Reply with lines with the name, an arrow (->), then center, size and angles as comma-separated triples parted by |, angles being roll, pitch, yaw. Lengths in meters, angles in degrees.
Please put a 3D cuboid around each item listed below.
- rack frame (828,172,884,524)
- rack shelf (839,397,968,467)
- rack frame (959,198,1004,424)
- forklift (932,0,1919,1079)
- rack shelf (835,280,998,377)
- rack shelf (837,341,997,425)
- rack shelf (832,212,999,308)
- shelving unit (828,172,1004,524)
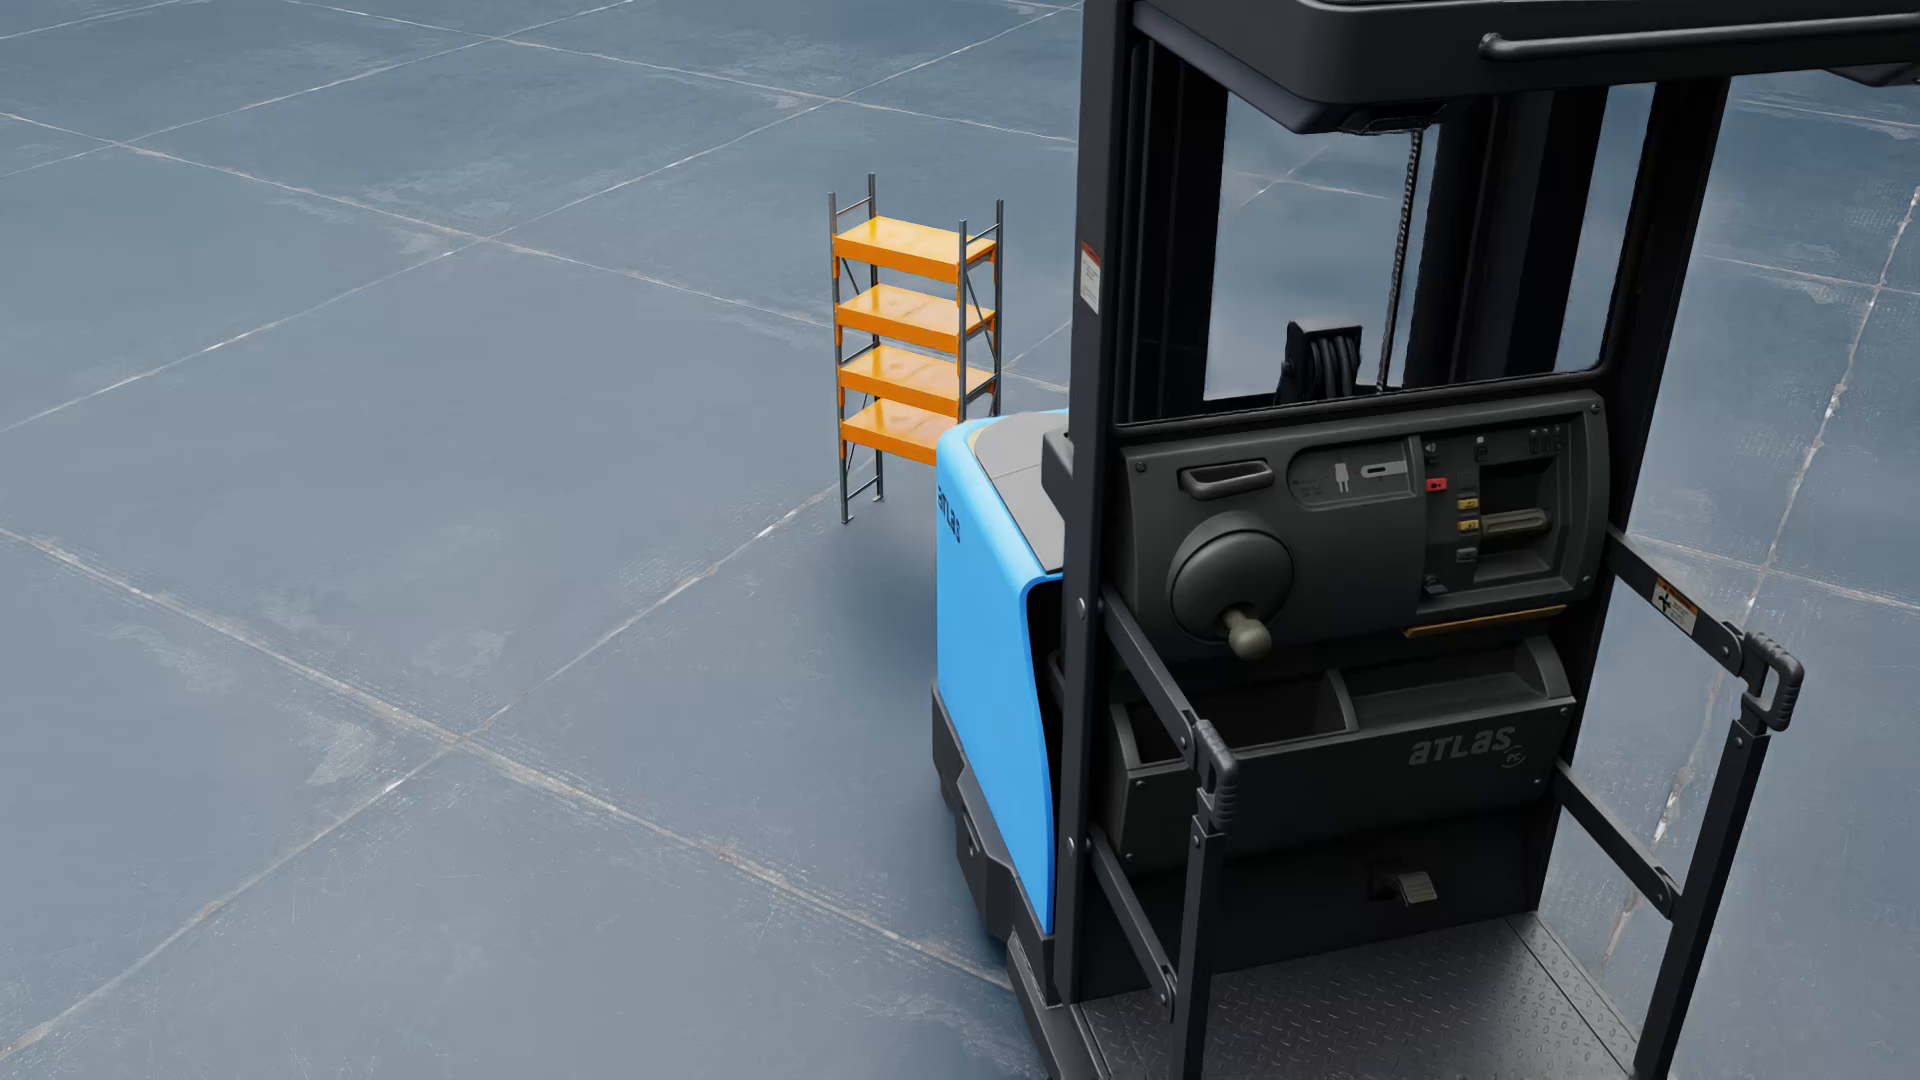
rack frame -> -0.347, -0.628, 5.636 | 0.015, 1.200, 0.240 | 18, 35, 27
rack shelf -> -0.140, -0.333, 5.658 | 0.480, 0.148, 0.258 | 18, 35, 27
rack frame -> 0.066, -0.497, 5.412 | 0.015, 1.200, 0.240 | 18, 35, 27
forklift -> 0.798, 0.024, 2.801 | 1.130, 2.935, 3.031 | -8, 31, -13
rack shelf -> -0.140, -0.698, 5.445 | 0.480, 0.148, 0.258 | 18, 35, 27
rack shelf -> -0.140, -0.504, 5.558 | 0.480, 0.148, 0.258 | 18, 35, 27
rack shelf -> -0.140, -0.902, 5.326 | 0.480, 0.148, 0.258 | 18, 35, 27
shelving unit -> -0.140, -0.563, 5.524 | 0.503, 1.200, 0.258 | 18, 35, 27
